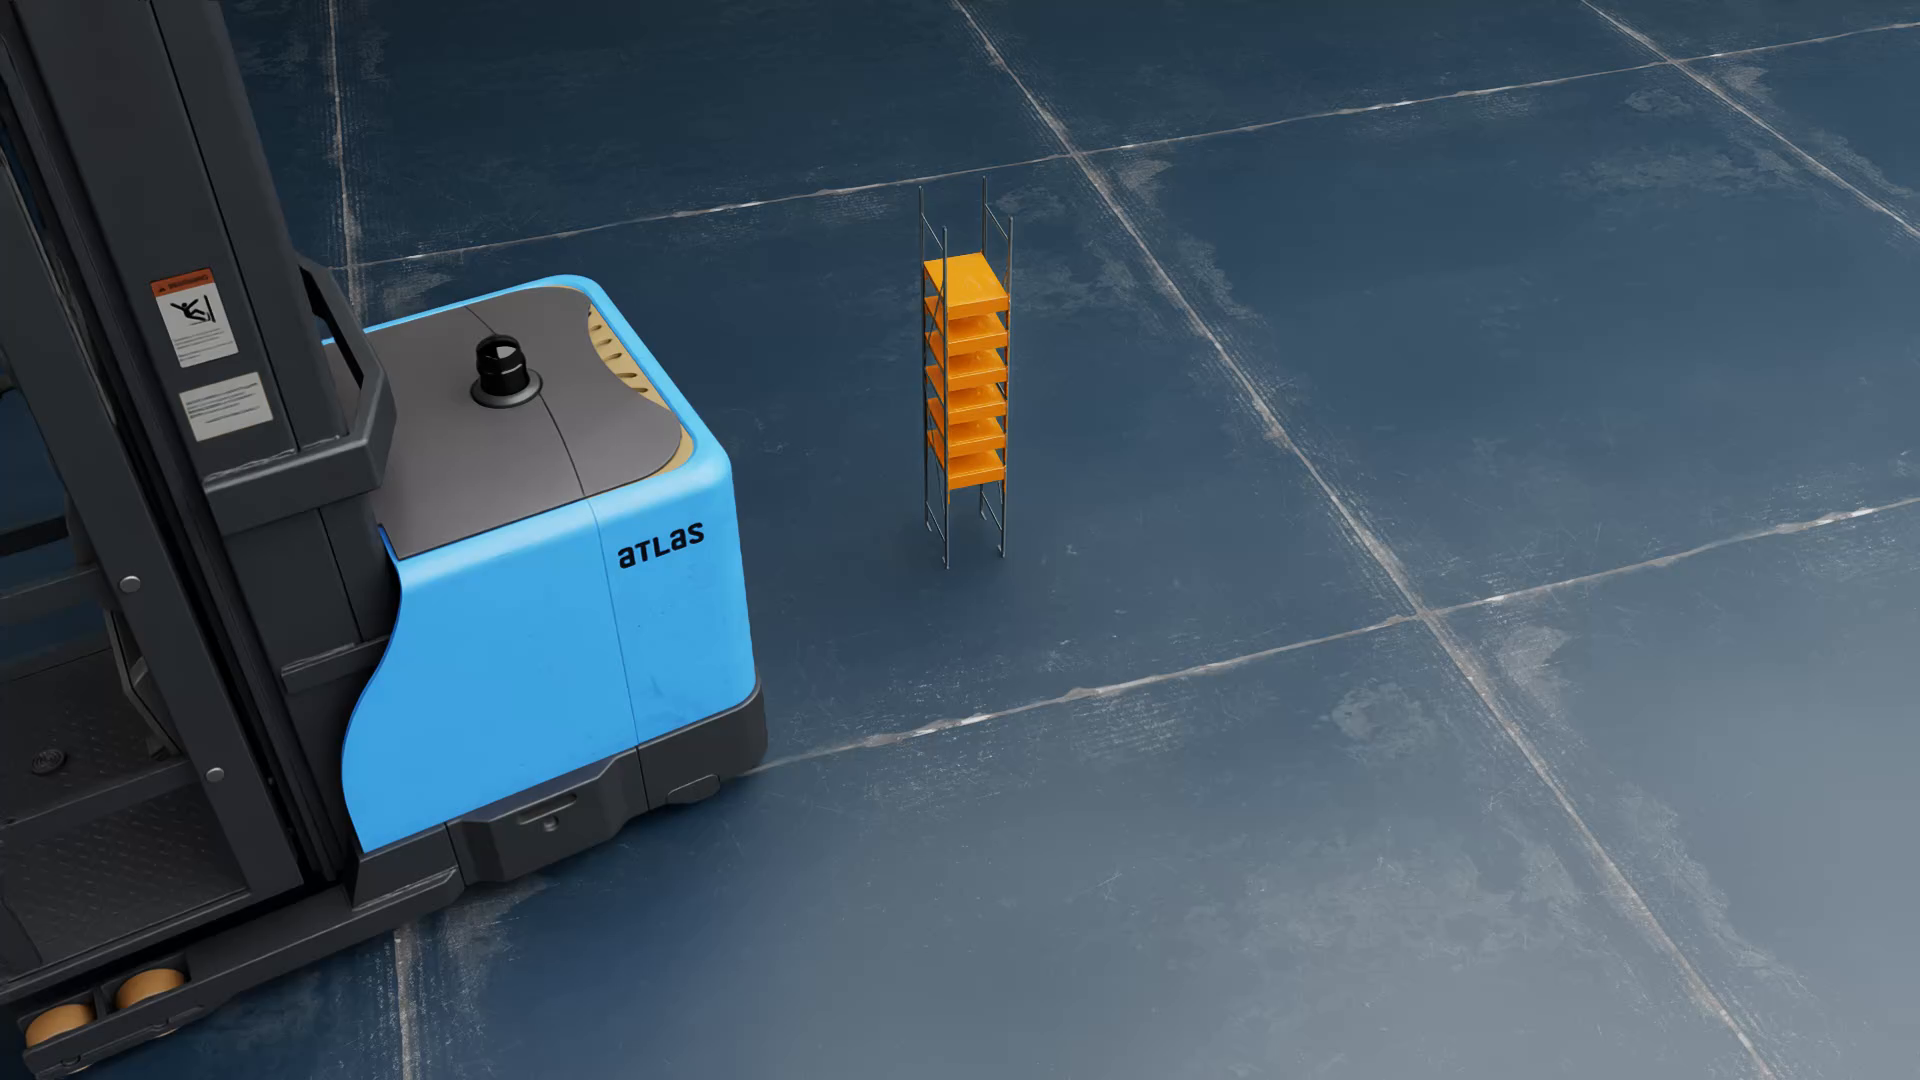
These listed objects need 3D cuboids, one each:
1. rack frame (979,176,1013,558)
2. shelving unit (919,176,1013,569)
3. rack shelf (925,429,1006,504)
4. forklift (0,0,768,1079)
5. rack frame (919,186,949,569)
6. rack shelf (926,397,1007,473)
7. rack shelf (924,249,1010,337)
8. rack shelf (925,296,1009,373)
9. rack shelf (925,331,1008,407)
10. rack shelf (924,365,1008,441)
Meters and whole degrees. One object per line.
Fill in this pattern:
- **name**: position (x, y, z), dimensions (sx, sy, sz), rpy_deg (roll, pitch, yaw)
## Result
- **rack frame**: position (0.101, -0.473, 4.879), dimensions (0.006, 1.200, 0.240), rpy_deg (-12, 42, -13)
- **shelving unit**: position (0.014, -0.455, 4.859), dimensions (0.189, 1.200, 0.258), rpy_deg (-12, 42, -13)
- **rack shelf**: position (0.014, -0.241, 5.046), dimensions (0.180, 0.103, 0.258), rpy_deg (-12, 42, -13)
- **forklift**: position (-2.056, -0.271, 3.333), dimensions (3.031, 2.935, 1.130), rpy_deg (-21, 45, -22)
- **rack frame**: position (-0.073, -0.437, 4.838), dimensions (0.006, 1.200, 0.240), rpy_deg (-12, 42, -13)
- **rack shelf**: position (0.014, -0.331, 4.967), dimensions (0.180, 0.103, 0.258), rpy_deg (-12, 42, -13)
- **rack shelf**: position (0.014, -0.692, 4.651), dimensions (0.180, 0.103, 0.258), rpy_deg (-12, 42, -13)
- **rack shelf**: position (0.014, -0.602, 4.730), dimensions (0.180, 0.103, 0.258), rpy_deg (-12, 42, -13)
- **rack shelf**: position (0.014, -0.512, 4.809), dimensions (0.180, 0.103, 0.258), rpy_deg (-12, 42, -13)
- **rack shelf**: position (0.014, -0.421, 4.888), dimensions (0.180, 0.103, 0.258), rpy_deg (-12, 42, -13)
